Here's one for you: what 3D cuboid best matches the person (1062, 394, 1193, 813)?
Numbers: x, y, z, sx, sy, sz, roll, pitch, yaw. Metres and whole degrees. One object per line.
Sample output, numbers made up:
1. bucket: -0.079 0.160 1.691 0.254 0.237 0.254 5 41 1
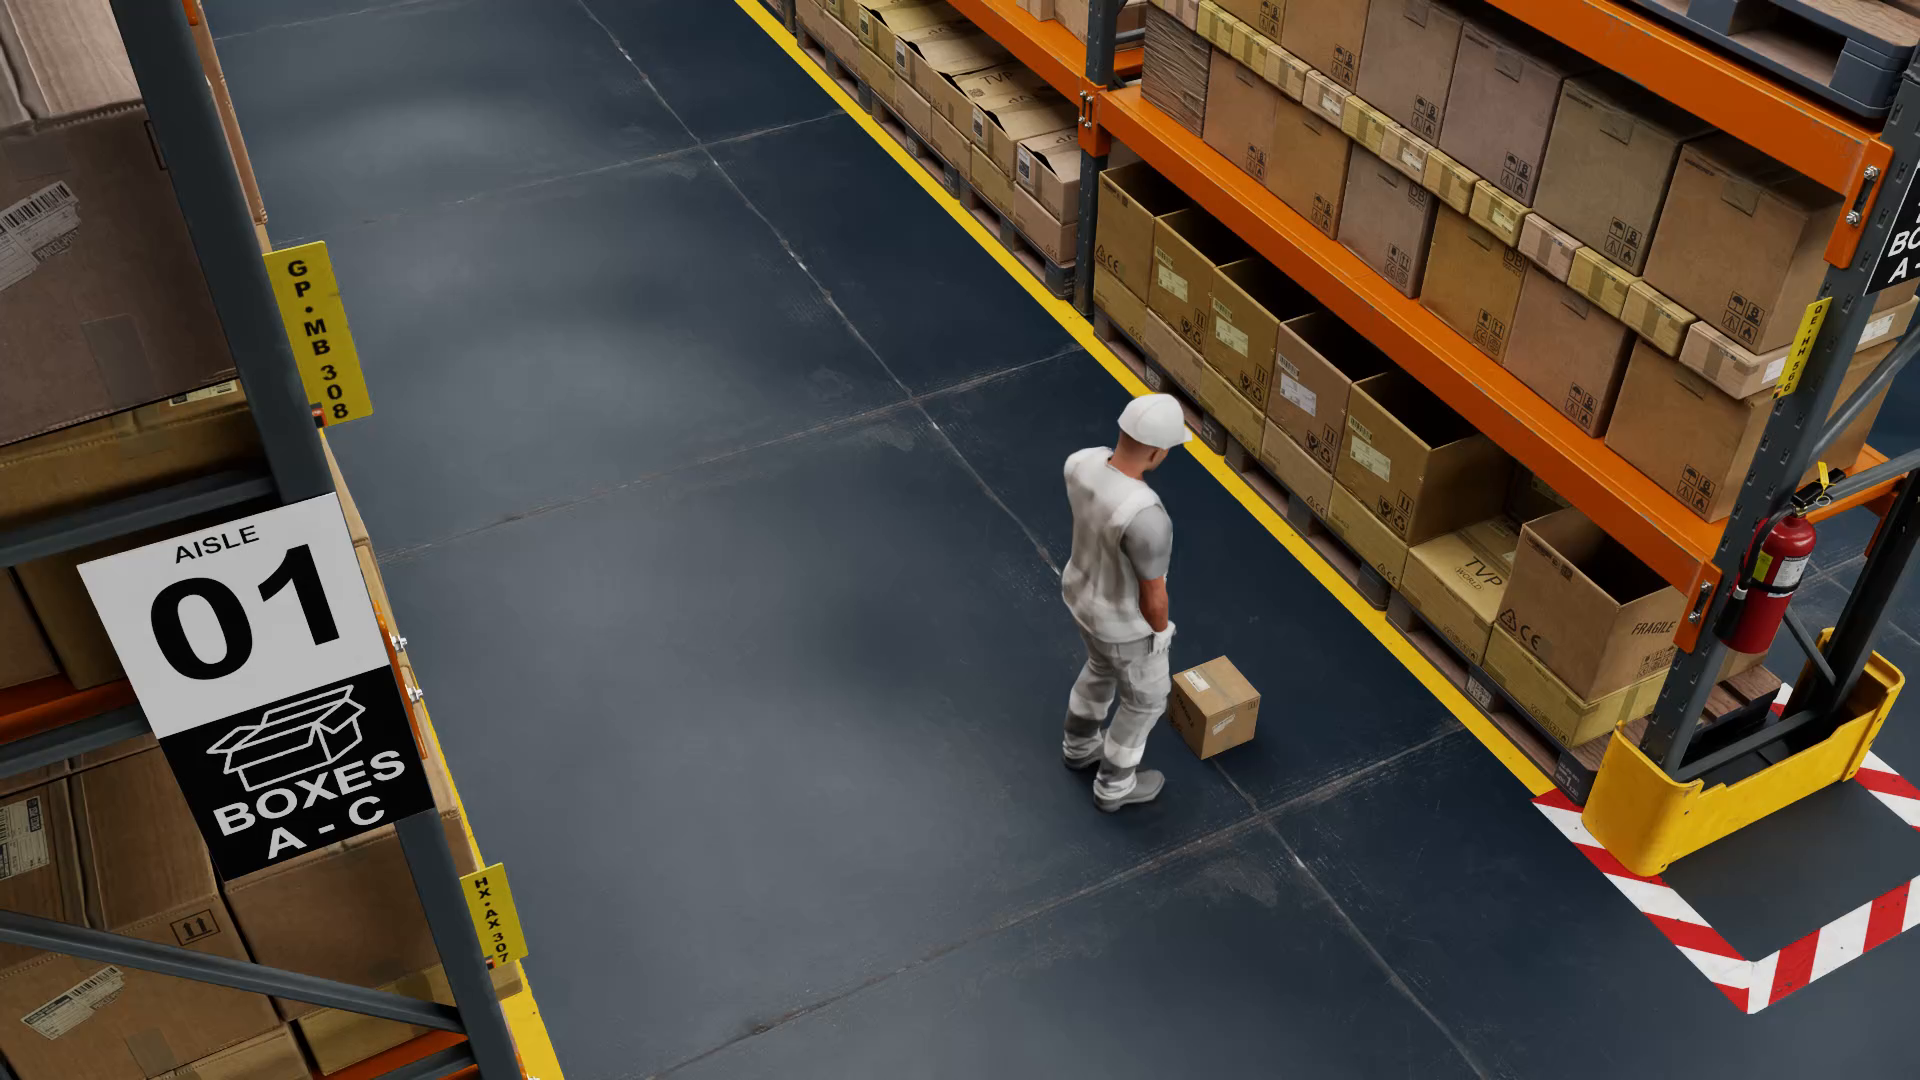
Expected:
1. person: 0.577 0.222 5.908 0.414 1.757 0.536 -18 44 -19
